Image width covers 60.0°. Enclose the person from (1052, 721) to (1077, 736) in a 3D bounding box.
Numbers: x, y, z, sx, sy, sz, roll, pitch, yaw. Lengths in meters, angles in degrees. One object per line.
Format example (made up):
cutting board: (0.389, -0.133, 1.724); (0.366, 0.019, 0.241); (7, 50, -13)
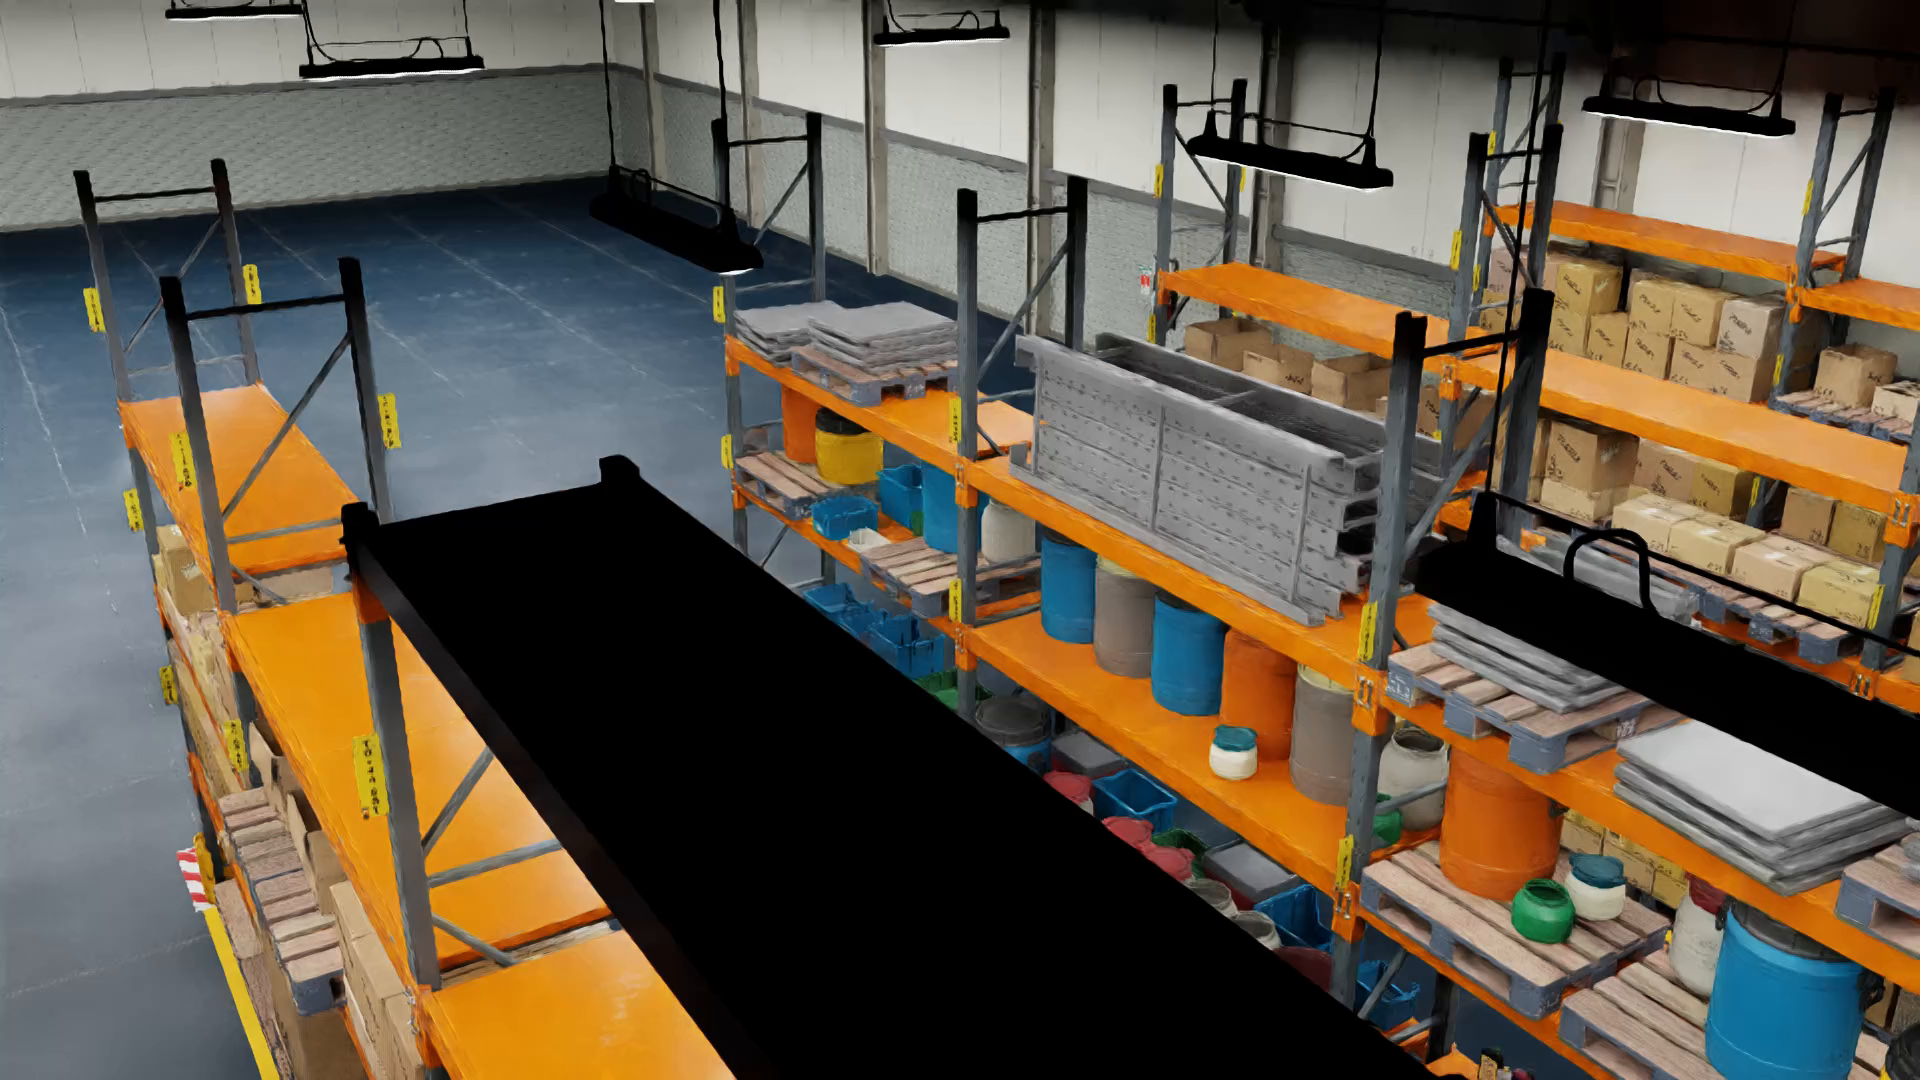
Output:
person: (1.149, 1.484, 15.530); (0.456, 1.578, 1.088); (-12, 25, -27)
